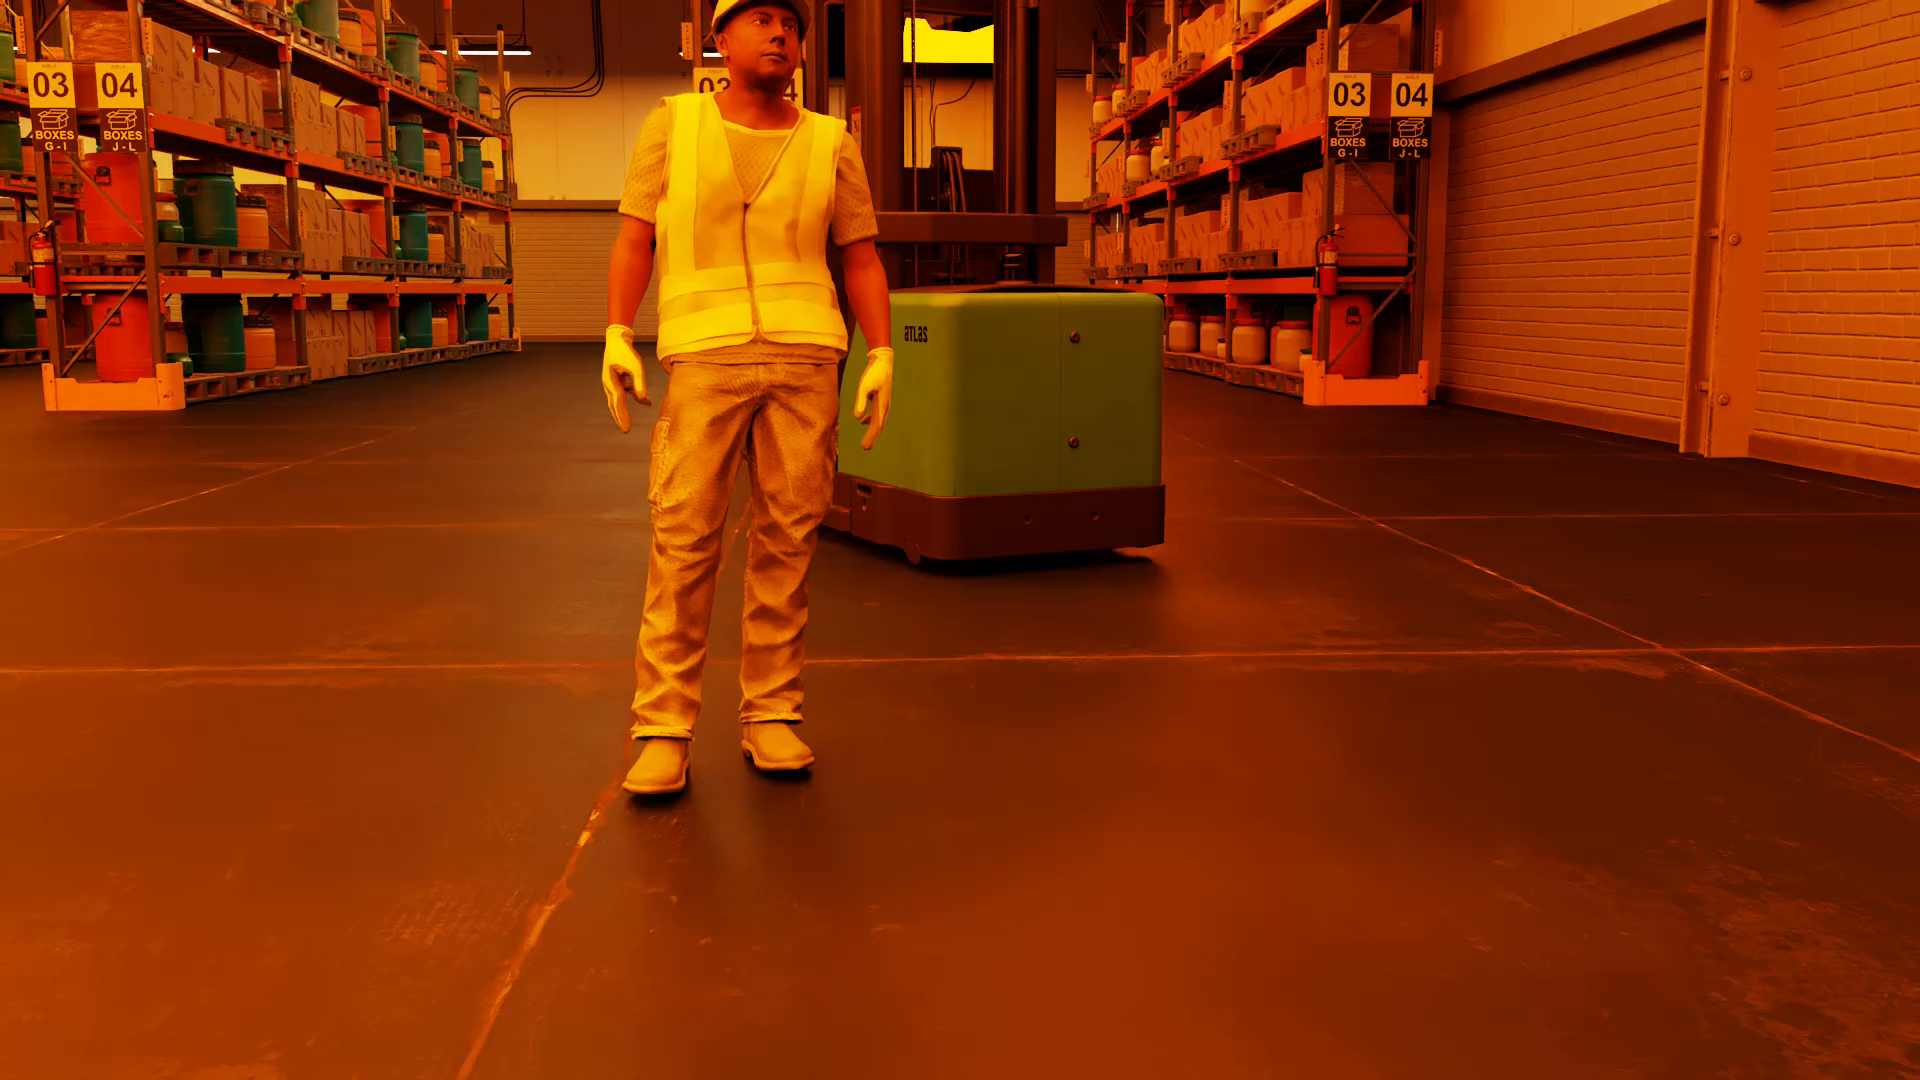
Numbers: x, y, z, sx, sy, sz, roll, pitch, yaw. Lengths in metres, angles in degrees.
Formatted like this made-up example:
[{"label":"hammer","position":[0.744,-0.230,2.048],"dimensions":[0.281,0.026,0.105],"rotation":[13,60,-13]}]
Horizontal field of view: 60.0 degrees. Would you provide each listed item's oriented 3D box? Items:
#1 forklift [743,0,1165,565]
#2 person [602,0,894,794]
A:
[{"label":"forklift","position":[-0.264,-1.530,7.637],"dimensions":[1.130,2.935,3.031],"rotation":[-4,9,-25]},{"label":"person","position":[-0.459,-0.372,3.693],"dimensions":[0.657,1.783,0.577],"rotation":[-2,9,-13]}]
